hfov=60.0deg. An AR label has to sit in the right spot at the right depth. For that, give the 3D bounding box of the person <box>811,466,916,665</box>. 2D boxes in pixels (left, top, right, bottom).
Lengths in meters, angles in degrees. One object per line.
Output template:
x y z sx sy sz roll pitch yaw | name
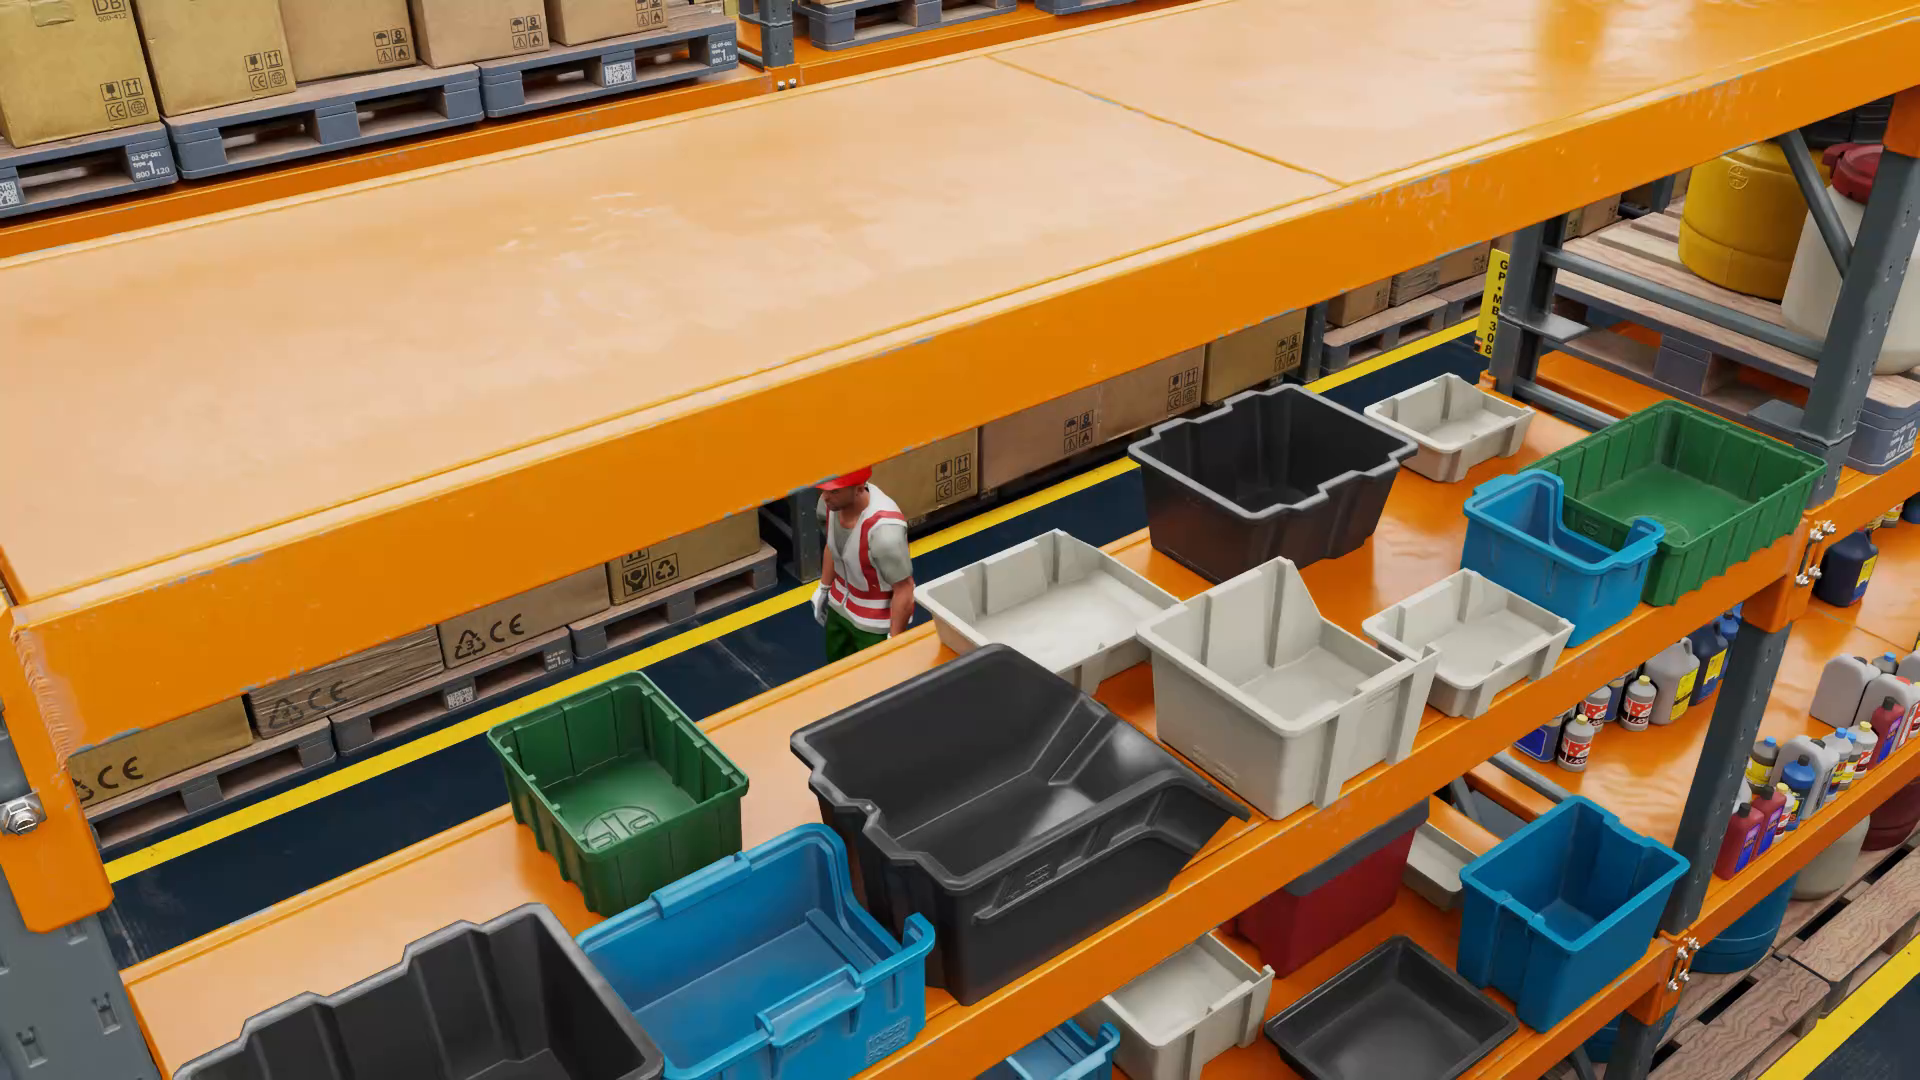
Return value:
-0.438 0.344 7.232 0.455 1.779 0.611 -23 38 -32 | person
